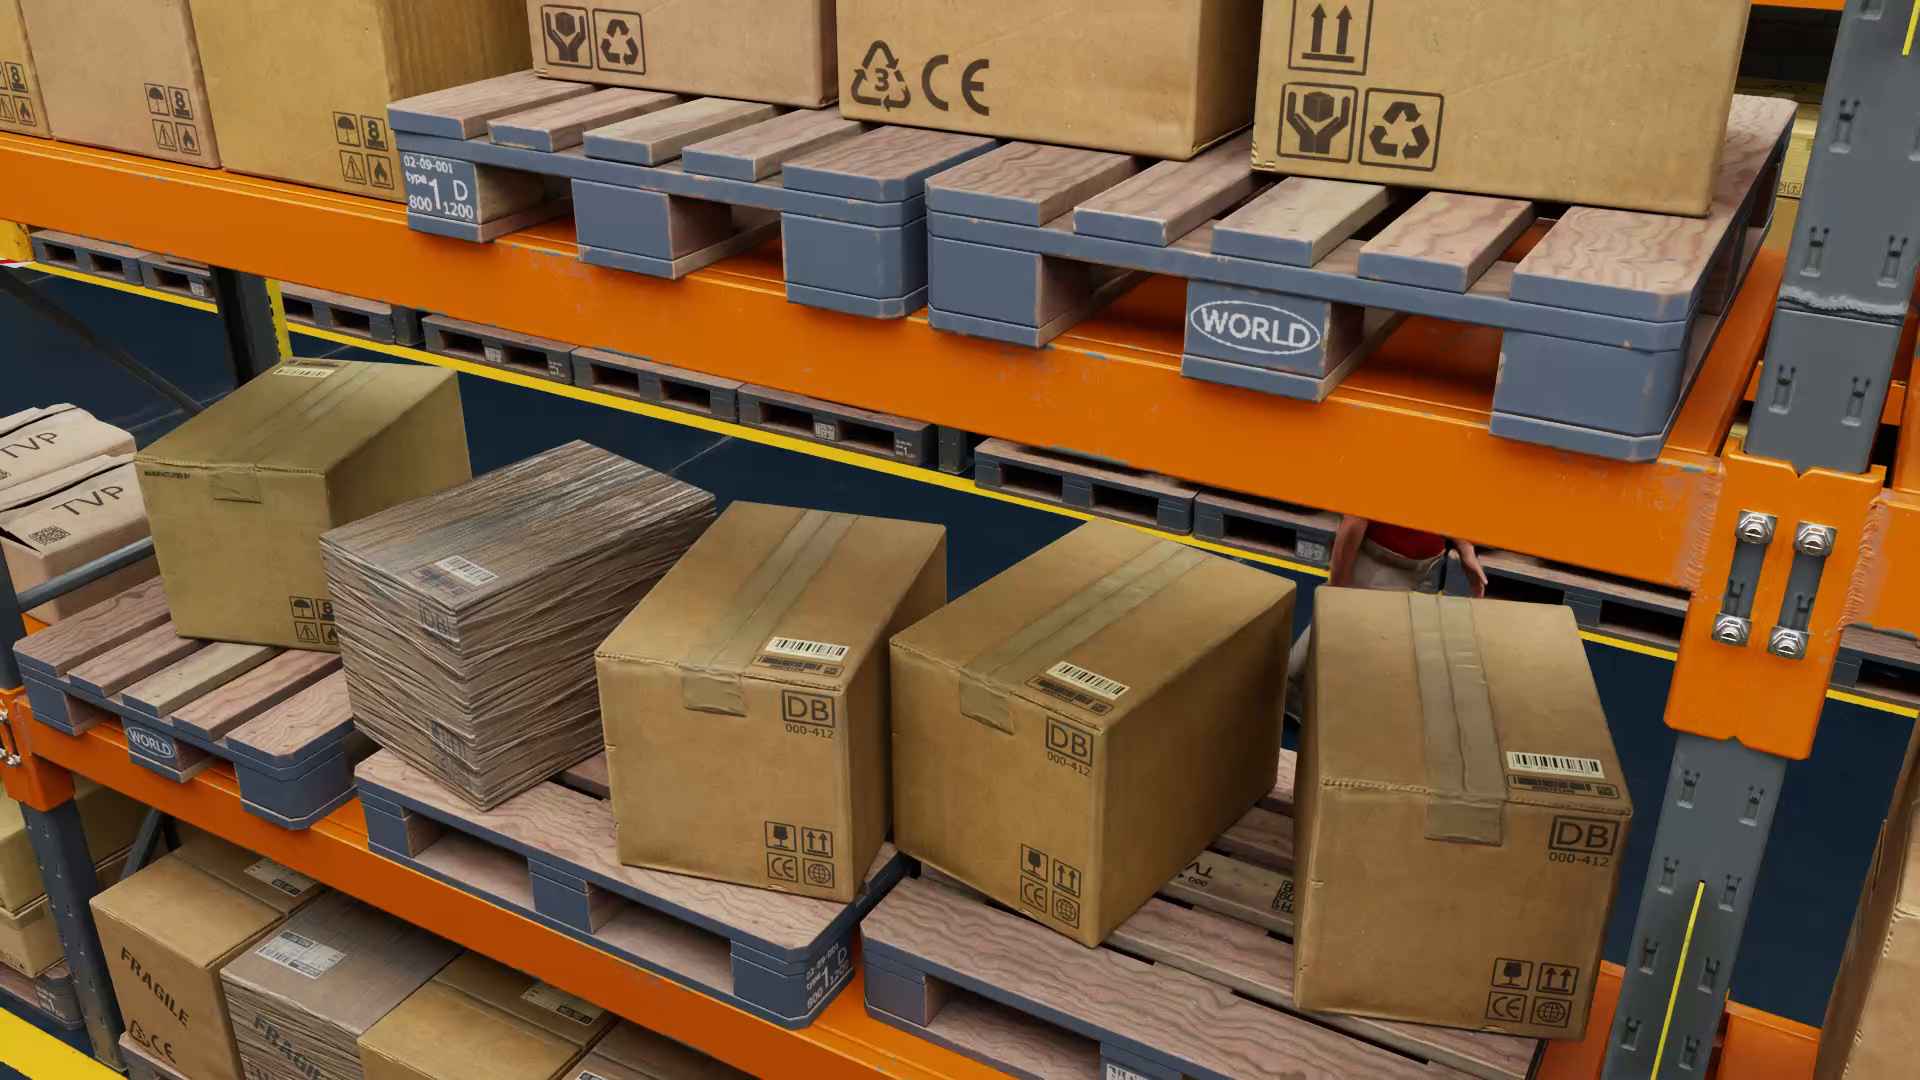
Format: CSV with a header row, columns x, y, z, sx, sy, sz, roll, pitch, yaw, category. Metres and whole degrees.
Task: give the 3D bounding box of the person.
x,y,z,sx,sy,sz,roll,pitch,yaw,category
1.572,0.132,5.988,1.044,1.590,0.540,18,32,32,person
